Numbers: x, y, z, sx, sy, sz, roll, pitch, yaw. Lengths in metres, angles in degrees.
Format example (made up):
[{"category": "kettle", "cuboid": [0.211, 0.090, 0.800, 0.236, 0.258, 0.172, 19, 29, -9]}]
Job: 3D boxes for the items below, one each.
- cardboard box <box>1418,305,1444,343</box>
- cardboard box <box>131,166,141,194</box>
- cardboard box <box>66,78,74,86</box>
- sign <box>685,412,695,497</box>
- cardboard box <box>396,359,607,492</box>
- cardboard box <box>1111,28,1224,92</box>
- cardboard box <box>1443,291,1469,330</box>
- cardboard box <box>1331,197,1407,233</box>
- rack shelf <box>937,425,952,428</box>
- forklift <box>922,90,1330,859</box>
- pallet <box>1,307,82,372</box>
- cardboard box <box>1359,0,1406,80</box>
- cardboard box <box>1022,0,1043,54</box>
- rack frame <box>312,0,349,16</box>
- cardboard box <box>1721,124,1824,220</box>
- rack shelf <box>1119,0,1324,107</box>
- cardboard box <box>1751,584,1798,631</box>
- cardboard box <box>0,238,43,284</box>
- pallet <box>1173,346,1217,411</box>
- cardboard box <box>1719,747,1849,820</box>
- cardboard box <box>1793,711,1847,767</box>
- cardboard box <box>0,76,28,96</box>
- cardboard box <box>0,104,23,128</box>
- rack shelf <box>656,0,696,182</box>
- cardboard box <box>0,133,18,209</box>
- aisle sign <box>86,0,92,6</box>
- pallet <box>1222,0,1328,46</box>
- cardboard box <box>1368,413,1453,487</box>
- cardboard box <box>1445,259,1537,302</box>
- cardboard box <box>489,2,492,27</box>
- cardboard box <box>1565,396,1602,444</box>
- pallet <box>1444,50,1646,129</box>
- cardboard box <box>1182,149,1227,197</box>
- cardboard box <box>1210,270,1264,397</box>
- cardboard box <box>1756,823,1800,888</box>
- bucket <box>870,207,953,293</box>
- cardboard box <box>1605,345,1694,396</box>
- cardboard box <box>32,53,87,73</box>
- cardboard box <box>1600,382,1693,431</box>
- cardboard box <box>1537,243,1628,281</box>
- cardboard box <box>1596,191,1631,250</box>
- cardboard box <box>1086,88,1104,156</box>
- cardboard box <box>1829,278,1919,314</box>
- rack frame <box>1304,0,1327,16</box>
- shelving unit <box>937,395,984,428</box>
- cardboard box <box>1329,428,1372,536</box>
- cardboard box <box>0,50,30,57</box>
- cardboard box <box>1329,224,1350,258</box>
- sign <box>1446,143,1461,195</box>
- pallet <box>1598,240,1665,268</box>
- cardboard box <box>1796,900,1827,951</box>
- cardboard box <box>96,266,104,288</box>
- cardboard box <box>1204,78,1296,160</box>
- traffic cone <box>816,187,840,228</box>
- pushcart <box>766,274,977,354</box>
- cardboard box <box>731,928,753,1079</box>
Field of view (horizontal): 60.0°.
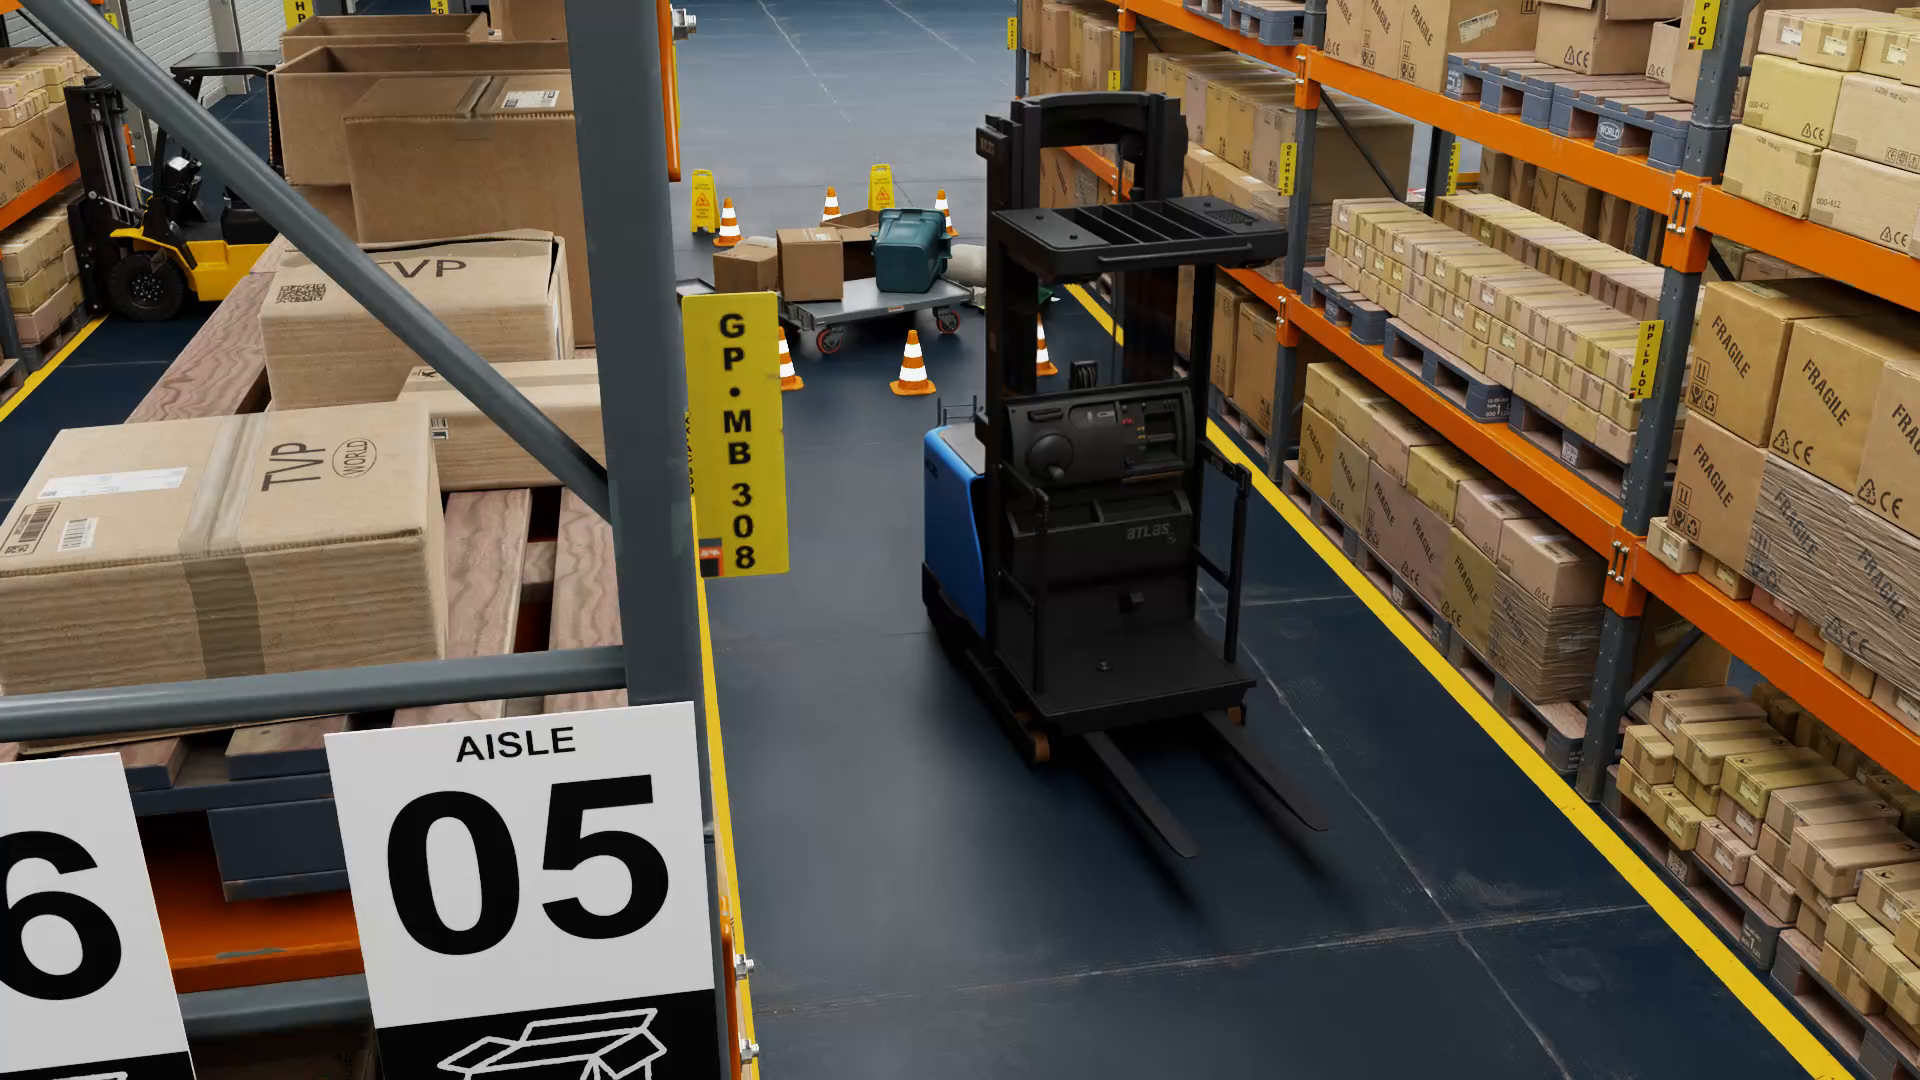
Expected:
[{"category": "cardboard box", "cuboid": [2.709, -1.177, 8.987, 0.380, 0.149, 0.250, -4, 24, -9]}, {"category": "cardboard box", "cuboid": [-8.234, -3.416, 15.986, 0.500, 0.250, 0.500, -4, 24, -8]}, {"category": "cardboard box", "cuboid": [-8.091, -4.007, 14.741, 0.380, 0.149, 0.250, -5, 24, -11]}, {"category": "sign", "cuboid": [-0.984, -0.307, 6.025, 0.100, 0.325, 0.005, -4, 24, -10]}, {"category": "cardboard box", "cuboid": [-0.765, -0.202, 2.882, 0.380, 0.149, 0.250, -3, 24, -8]}, {"category": "cardboard box", "cuboid": [1.803, -4.097, 14.346, 0.875, 0.550, 0.550, -4, 24, -10]}, {"category": "cardboard box", "cuboid": [2.763, -1.208, 8.687, 0.380, 0.149, 0.250, -3, 24, -8]}, {"category": "cardboard box", "cuboid": [2.473, -1.964, 10.046, 0.380, 0.149, 0.250, -4, 24, -10]}, {"category": "rack shelf", "cuboid": [0.001, -0.626, 9.968, 0.258, 0.077, 0.200, -4, 24, -10]}, {"category": "forklift", "cuboid": [0.744, -0.466, 7.656, 1.130, 2.935, 3.031, -8, 25, -17]}, {"category": "pallet", "cuboid": [-7.992, -1.649, 13.761, 1.003, 0.211, 1.213, -4, 24, -10]}, {"category": "cardboard box", "cuboid": [2.521, -2.792, 9.023, 0.500, 0.500, 0.500, -4, 24, -10]}, {"category": "cardboard box", "cuboid": [1.129, -5.374, 17.269, 0.875, 0.550, 0.550, -4, 24, -10]}, {"category": "rack frame", "cuboid": [-1.529, -2.582, 4.918, 1.000, 3.000, 0.127, -4, 24, -10]}, {"category": "cardboard box", "cuboid": [3.143, -1.343, 6.017, 0.500, 0.250, 0.500, -3, 24, -7]}, {"category": "rack shelf", "cuboid": [2.207, -3.644, 11.996, 1.077, 0.370, 4.000, -4, 24, -10]}, {"category": "cardboard box", "cuboid": [3.269, 0.209, 6.337, 0.380, 0.149, 0.250, -5, 24, -12]}, {"category": "cardboard box", "cuboid": [-7.667, -2.215, 13.235, 0.500, 0.250, 0.500, -5, 24, -11]}, {"category": "pallet", "cuboid": [2.283, -1.329, 13.029, 1.003, 0.211, 1.213, -4, 24, -10]}, {"category": "cardboard box", "cuboid": [3.265, 0.962, 6.594, 0.380, 0.149, 0.250, -5, 24, -10]}, {"category": "cardboard box", "cuboid": [3.725, 0.821, 6.917, 0.380, 0.149, 0.250, -4, 24, -9]}, {"category": "cardboard box", "cuboid": [-7.969, -3.738, 13.754, 0.380, 0.149, 0.250, -4, 24, -10]}, {"category": "cardboard box", "cuboid": [-7.784, -3.403, 13.359, 0.380, 0.149, 0.250, -4, 24, -9]}, {"category": "rack shelf", "cuboid": [-1.159, -1.282, 3.341, 1.077, 0.370, 4.000, -4, 24, -10]}, {"category": "cardboard box", "cuboid": [-7.711, -2.850, 12.903, 0.500, 0.500, 0.500, -5, 24, -11]}, {"category": "aisle sign", "cuboid": [-8.349, -5.423, 15.671, 0.394, 0.787, 0.004, -4, 24, -10]}, {"category": "pallet", "cuboid": [2.406, -3.350, 10.660, 1.213, 0.211, 1.003, -3, 24, -7]}, {"category": "cardboard box", "cuboid": [2.640, -0.519, 9.351, 0.500, 0.250, 0.500, -4, 24, -9]}, {"category": "cardboard box", "cuboid": [2.759, -1.351, 8.641, 0.380, 0.149, 0.250, -5, 24, -10]}, {"category": "cardboard box", "cuboid": [-2.579, -3.426, 10.469, 0.797, 0.503, 0.637, -4, 24, -10]}, {"category": "cardboard box", "cuboid": [3.000, -0.560, 7.573, 0.380, 0.149, 0.250, -4, 24, -9]}, {"category": "pallet", "cuboid": [3.113, -2.186, 7.994, 1.213, 0.211, 1.003, -4, 24, -10]}, {"category": "cardboard box", "cuboid": [1.948, -2.609, 12.352, 0.500, 0.500, 0.500, -4, 24, -9]}, {"category": "cardboard box", "cuboid": [2.388, -1.563, 12.368, 1.050, 0.750, 0.750, -4, 24, -9]}, {"category": "cardboard box", "cuboid": [3.332, 1.198, 6.426, 0.380, 0.149, 0.250, -6, 24, -12]}, {"category": "bucket", "cuboid": [-0.453, -2.465, 14.337, 0.726, 0.611, 0.620, 4, 34, 9]}, {"category": "cardboard box", "cuboid": [3.051, -0.732, 7.225, 0.380, 0.149, 0.250, -3, 24, -7]}, {"category": "cardboard box", "cuboid": [-8.201, -4.342, 15.138, 0.380, 0.149, 0.250, -4, 24, -9]}, {"category": "cardboard box", "cuboid": [3.049, -0.594, 7.281, 0.380, 0.149, 0.250, -4, 24, -8]}, {"category": "cardboard box", "cuboid": [3.355, -1.494, 8.970, 0.380, 0.149, 0.250, -3, 24, -7]}, {"category": "cardboard box", "cuboid": [6.583, -3.145, 16.301, 0.500, 0.500, 0.500, 3, 24, 7]}, {"category": "cardboard box", "cuboid": [1.634, -3.813, 15.046, 0.875, 0.550, 0.550, -4, 24, -10]}, {"category": "cardboard box", "cuboid": [3.670, -0.714, 6.392, 0.500, 0.500, 0.500, -5, 24, -12]}, {"category": "rack frame", "cuboid": [2.577, -4.561, 9.451, 1.000, 3.000, 0.127, -4, 24, -10]}, {"category": "shelving unit", "cuboid": [0.001, -0.409, 10.063, 0.258, 0.900, 0.210, -4, 24, -10]}, {"category": "cardboard box", "cuboid": [2.554, -0.364, 9.935, 0.500, 0.500, 0.500, -4, 24, -9]}, {"category": "cardboard box", "cuboid": [-8.786, -4.406, 15.284, 0.380, 0.149, 0.250, -3, 24, -8]}, {"category": "cardboard box", "cuboid": [2.469, -1.821, 10.089, 0.380, 0.149, 0.250, -3, 24, -7]}, {"category": "sign", "cuboid": [3.109, -2.350, 10.536, 0.100, 0.325, 0.005, -4, 24, -10]}, {"category": "pallet", "cuboid": [6.572, -2.696, 16.160, 1.003, 0.211, 1.213, -4, 24, -10]}, {"category": "cardboard box", "cuboid": [3.395, 1.440, 6.242, 0.380, 0.149, 0.250, -5, 24, -12]}, {"category": "cardboard box", "cuboid": [-7.944, -2.358, 14.813, 0.500, 0.250, 0.500, -4, 24, -8]}, {"category": "cardboard box", "cuboid": [2.217, -3.095, 12.214, 0.700, 0.500, 0.500, -5, 24, -10]}, {"category": "traffic cone", "cuboid": [-1.373, -3.532, 17.760, 0.336, 0.463, 0.334, -4, 24, -10]}, {"category": "pushcart", "cuboid": [-0.777, -1.966, 14.280, 1.648, 0.377, 0.936, -13, 27, -28]}, {"category": "cardboard box", "cuboid": [-0.598, 1.027, 2.777, 0.500, 0.500, 0.500, -5, 24, -11]}]
